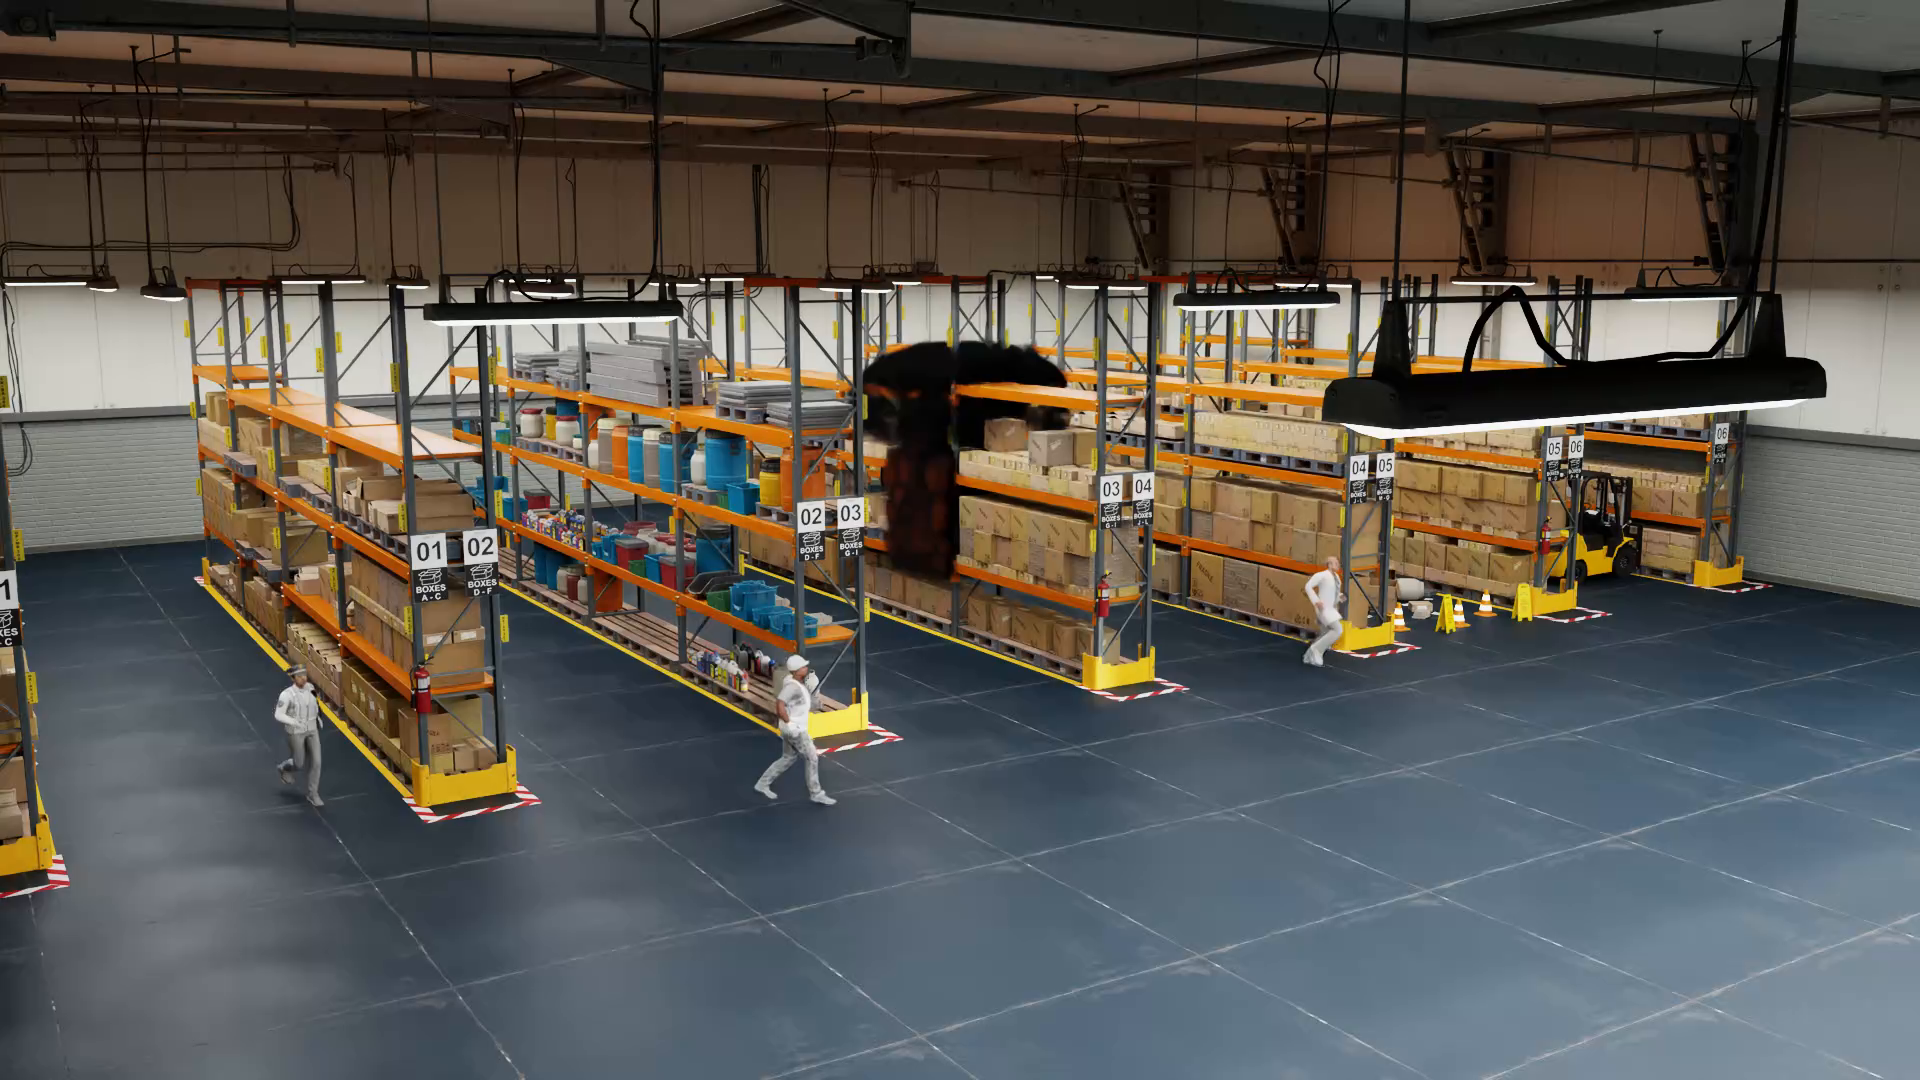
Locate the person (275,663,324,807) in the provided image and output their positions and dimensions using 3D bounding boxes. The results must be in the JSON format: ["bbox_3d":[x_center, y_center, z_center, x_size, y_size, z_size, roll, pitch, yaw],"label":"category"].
[{"bbox_3d":[-7.790,2.268,19.634,0.817,1.711,0.624,8,12,39],"label":"person"}]

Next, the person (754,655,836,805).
[{"bbox_3d":[-1.938,2.217,19.413,0.949,1.784,0.695,-2,10,-12],"label":"person"}]

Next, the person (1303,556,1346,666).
[{"bbox_3d":[5.815,1.108,26.245,0.634,1.700,0.724,7,12,35],"label":"person"}]
